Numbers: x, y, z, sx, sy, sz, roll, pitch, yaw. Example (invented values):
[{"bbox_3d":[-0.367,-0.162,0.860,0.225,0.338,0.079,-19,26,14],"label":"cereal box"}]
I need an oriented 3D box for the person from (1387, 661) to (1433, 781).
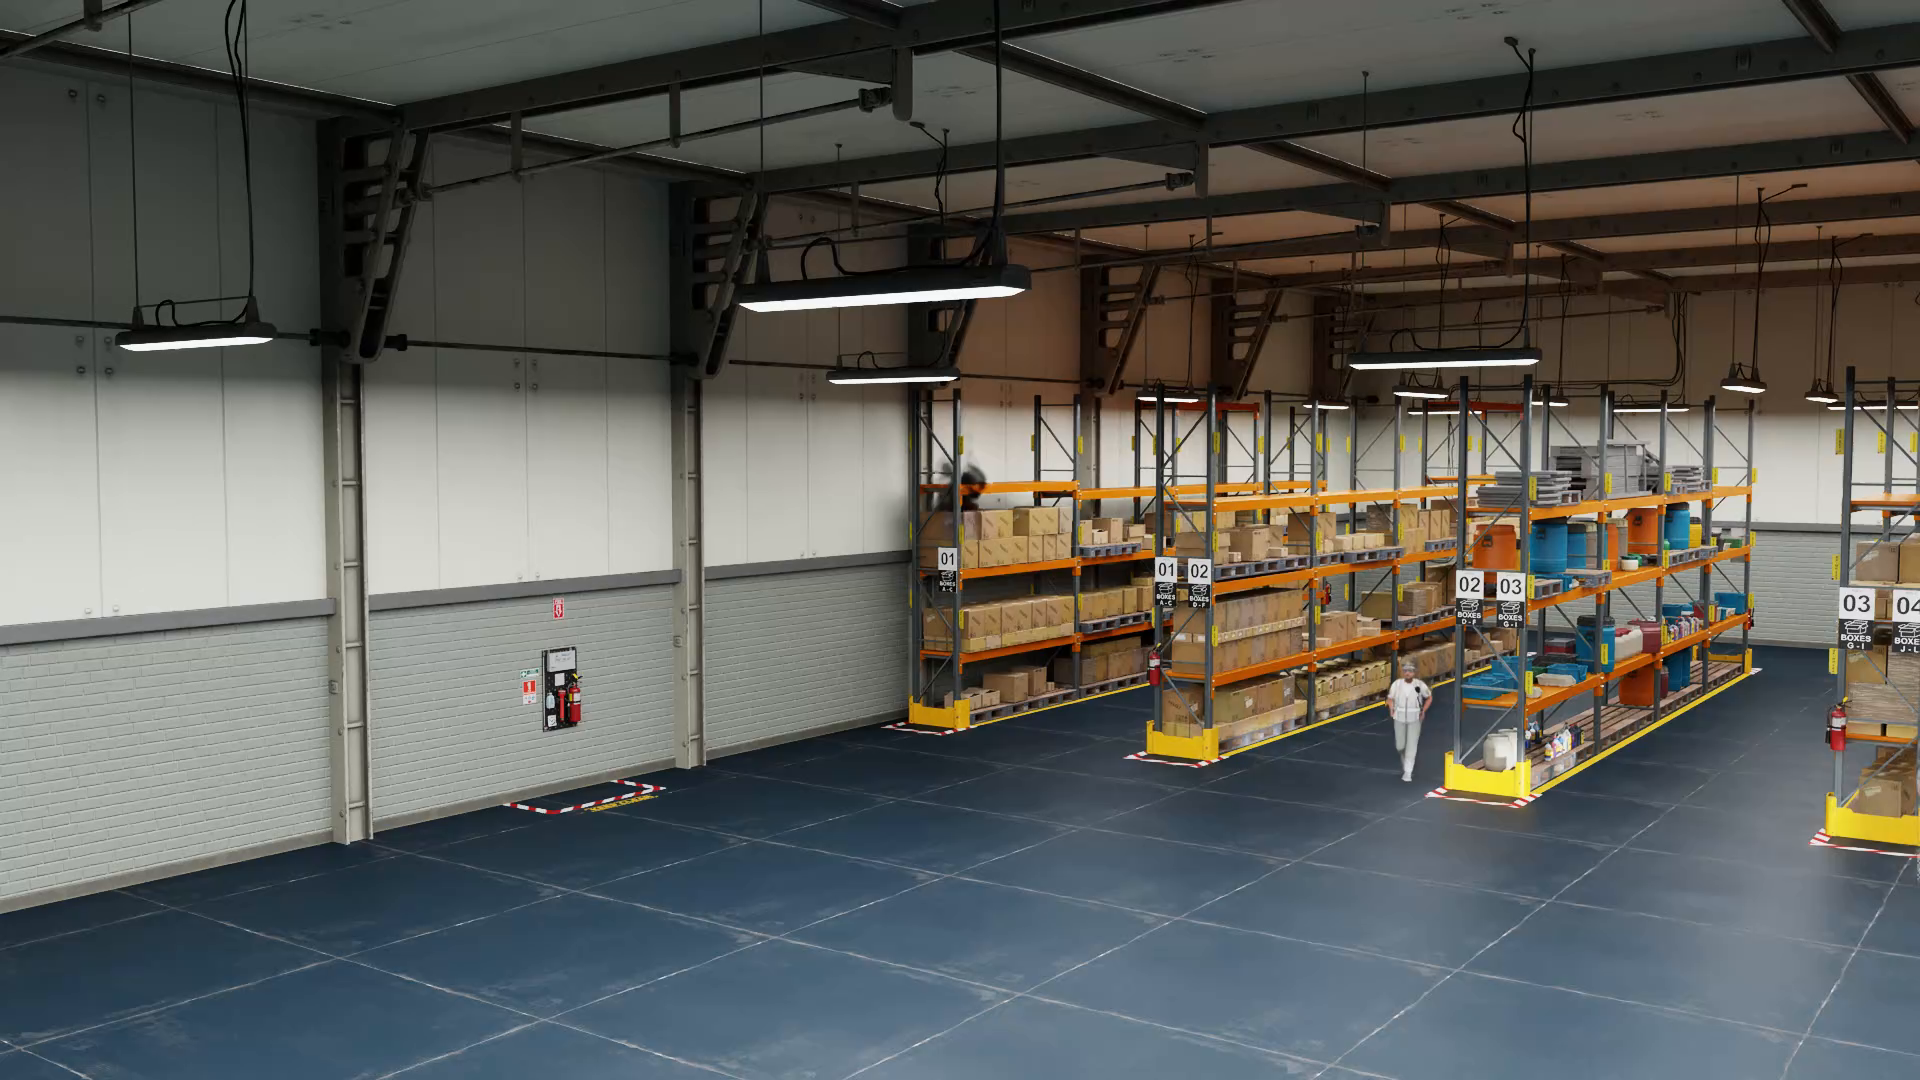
[{"bbox_3d":[6.787,2.707,25.139,0.663,1.772,0.816,1,4,22],"label":"person"}]
